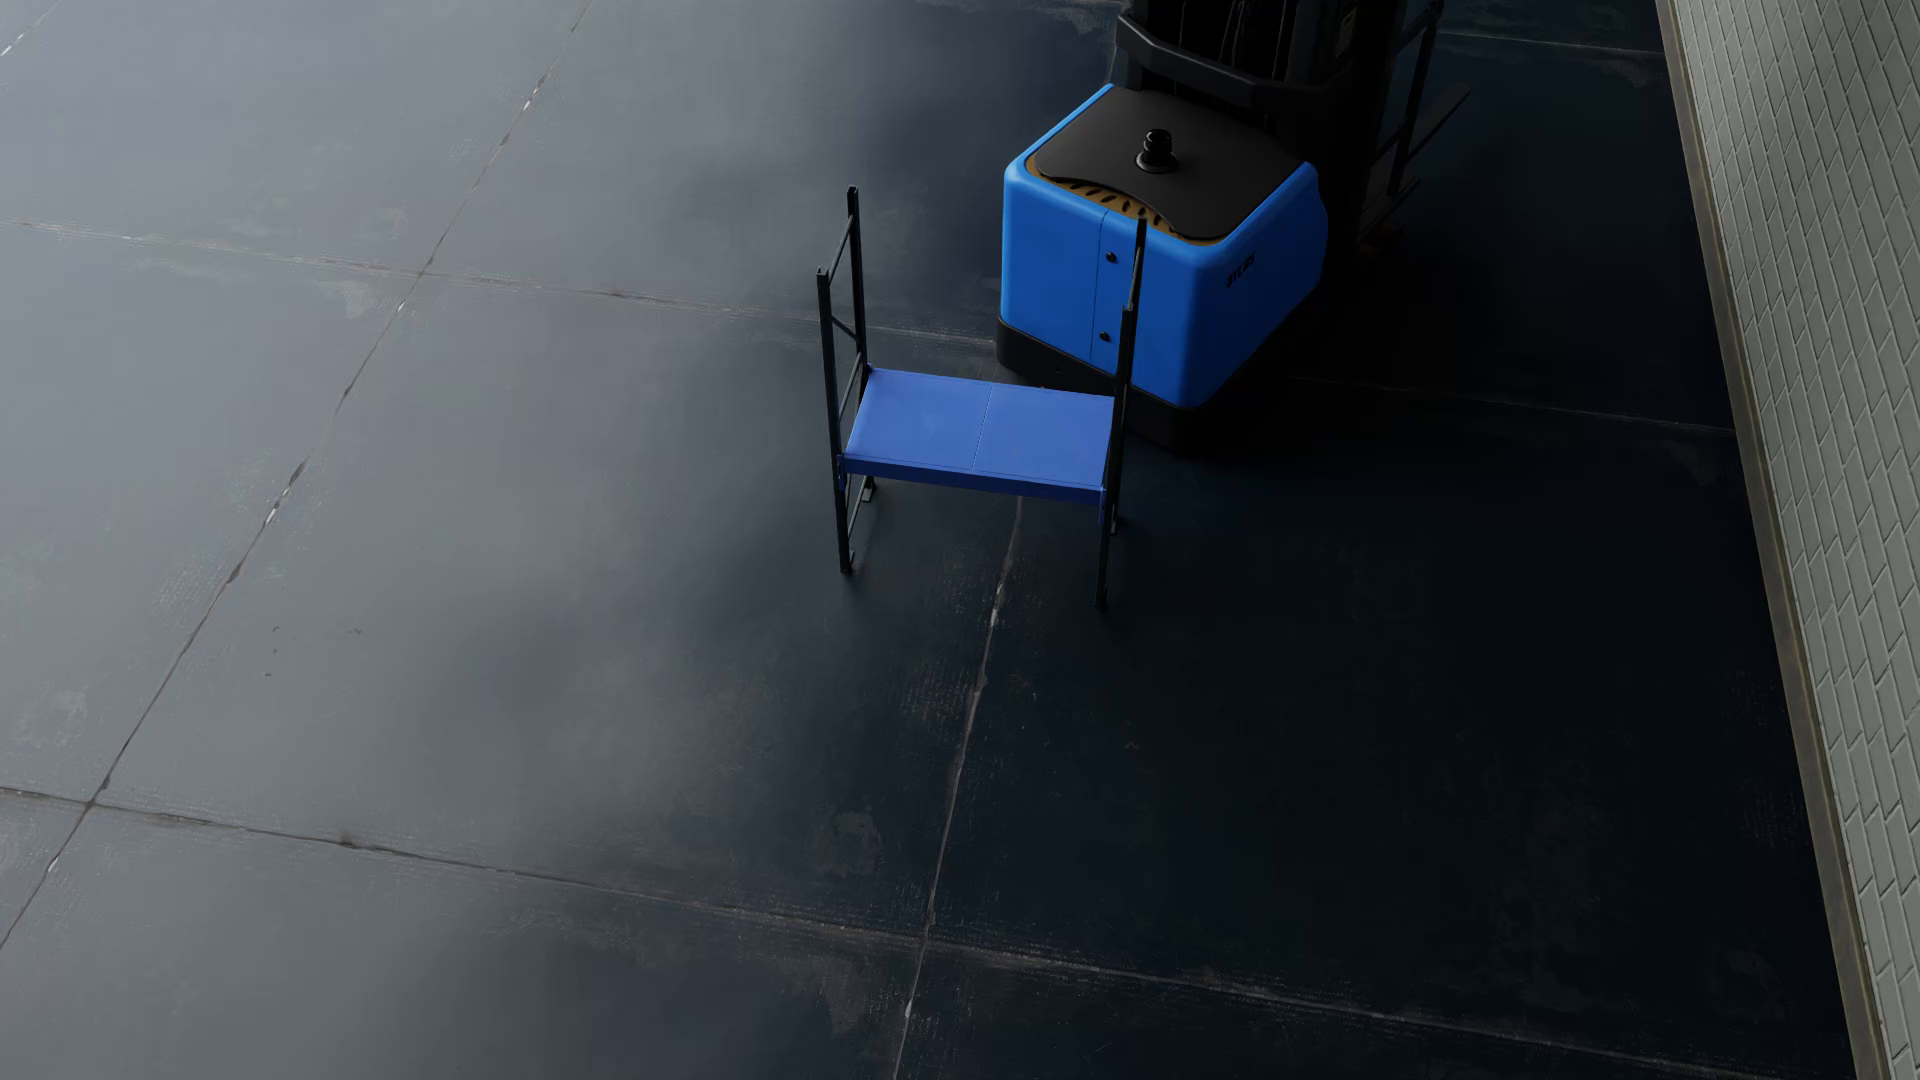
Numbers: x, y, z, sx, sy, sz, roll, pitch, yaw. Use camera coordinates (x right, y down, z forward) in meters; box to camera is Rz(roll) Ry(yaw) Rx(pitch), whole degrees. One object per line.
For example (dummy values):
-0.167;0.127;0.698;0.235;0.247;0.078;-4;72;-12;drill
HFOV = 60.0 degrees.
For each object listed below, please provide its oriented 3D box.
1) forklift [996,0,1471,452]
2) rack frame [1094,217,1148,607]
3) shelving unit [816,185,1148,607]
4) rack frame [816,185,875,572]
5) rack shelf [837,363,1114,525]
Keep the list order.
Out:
1.444;-2.403;6.911;1.130;2.935;3.031;29;54;24;forklift
0.584;-0.423;6.094;0.032;1.500;0.500;8;49;7;rack frame
0.084;-0.490;6.154;1.048;1.500;0.538;8;49;7;shelving unit
-0.416;-0.557;6.214;0.032;1.500;0.500;8;49;7;rack frame
0.084;-0.370;6.288;1.000;0.185;0.538;8;49;7;rack shelf
